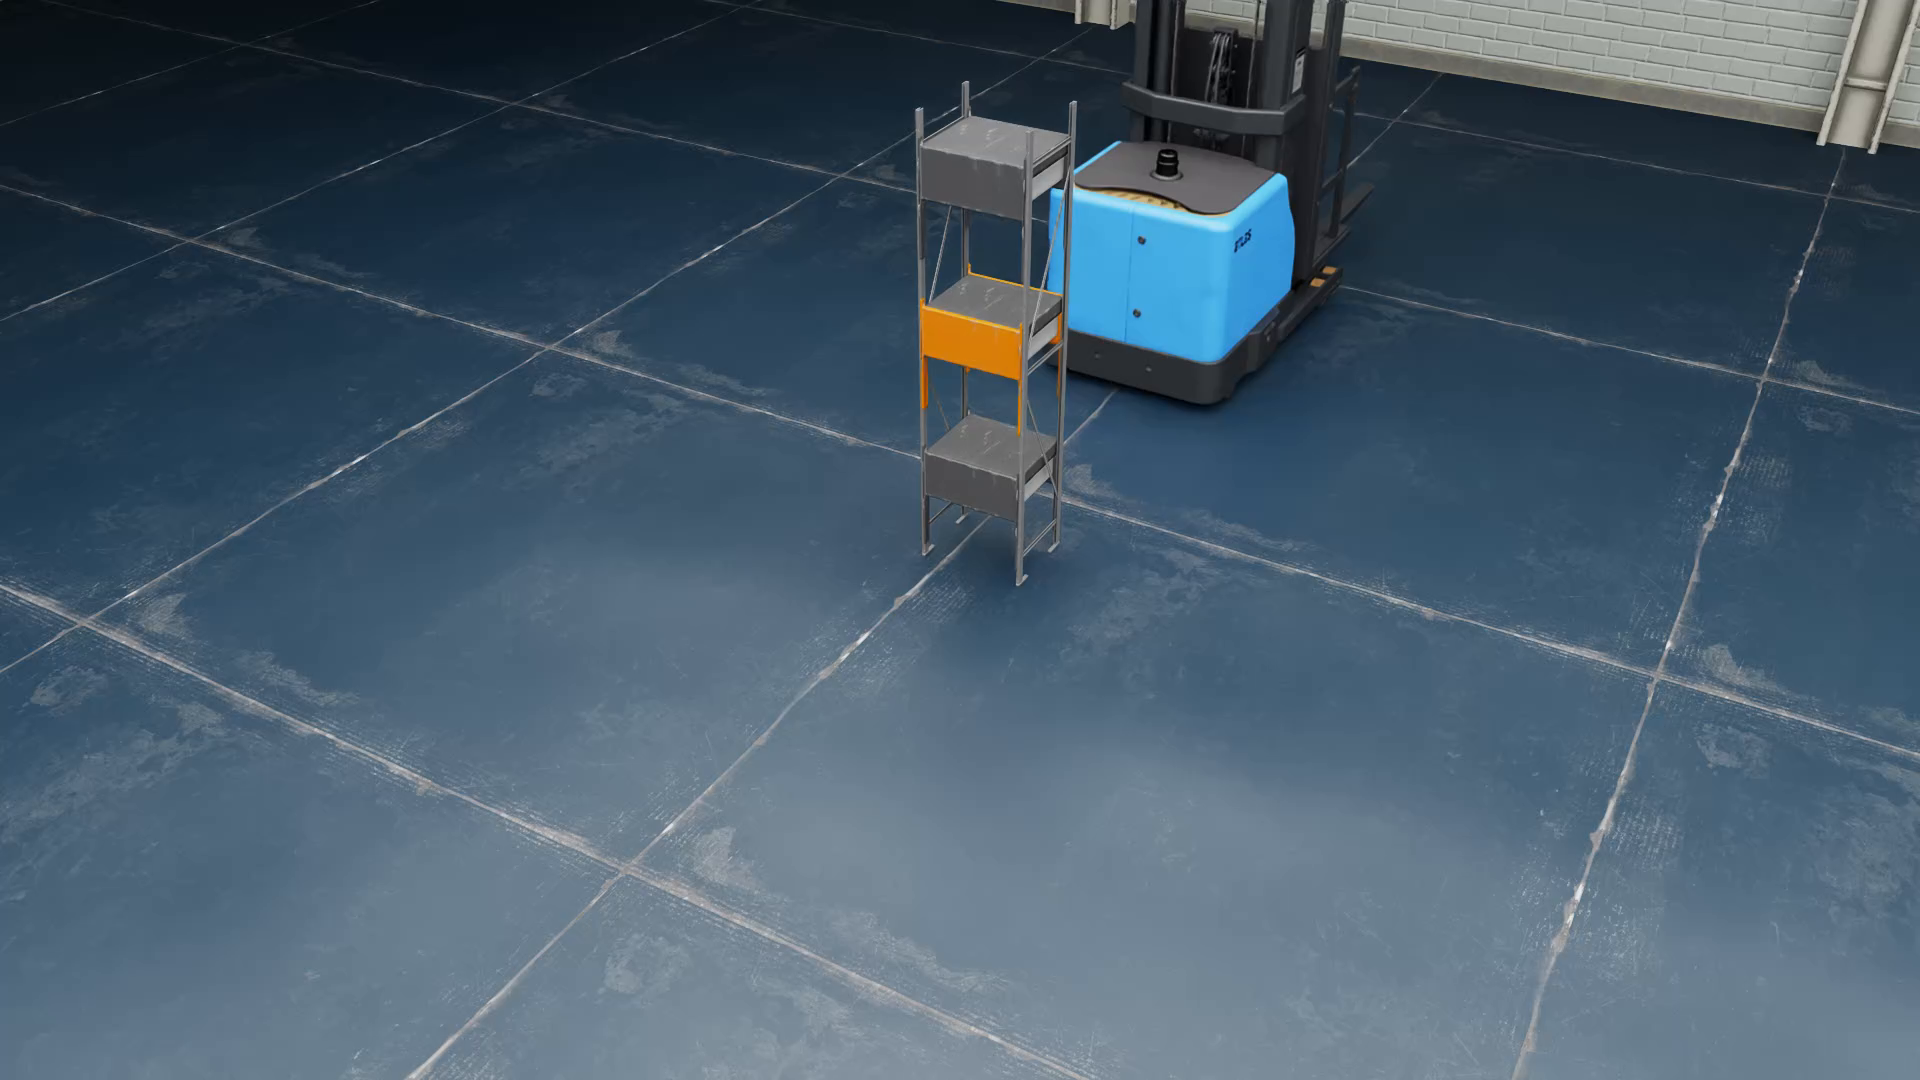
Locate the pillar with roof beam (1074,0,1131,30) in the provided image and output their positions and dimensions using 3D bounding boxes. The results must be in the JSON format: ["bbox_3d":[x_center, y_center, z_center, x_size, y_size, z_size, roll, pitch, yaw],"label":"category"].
[{"bbox_3d":[-0.889,-6.214,8.962,0.400,9.000,9.100,18,37,24],"label":"pillar with roof beam"}]

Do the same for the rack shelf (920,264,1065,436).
[{"bbox_3d":[0.144,-0.817,7.107,0.480,0.518,0.431,18,37,24],"label":"rack shelf"}]

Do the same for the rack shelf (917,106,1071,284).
[{"bbox_3d":[0.144,-1.400,6.719,0.480,0.518,0.431,18,37,24],"label":"rack shelf"}]

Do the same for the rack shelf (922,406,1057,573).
[{"bbox_3d":[0.144,-0.234,7.495,0.480,0.518,0.431,18,37,24],"label":"rack shelf"}]

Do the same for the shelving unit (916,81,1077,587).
[{"bbox_3d":[0.144,-0.828,7.100,0.503,2.100,0.431,18,37,24],"label":"shelving unit"}]

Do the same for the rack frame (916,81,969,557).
[{"bbox_3d":[-0.068,-0.896,7.200,0.015,2.100,0.400,18,37,24],"label":"rack frame"}]

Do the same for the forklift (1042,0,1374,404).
[{"bbox_3d":[1.635,-2.716,9.184,1.130,2.935,3.031,18,38,25],"label":"forklift"}]

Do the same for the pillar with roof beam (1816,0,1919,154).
[{"bbox_3d":[4.320,-4.563,6.484,0.400,9.000,9.100,18,37,24],"label":"pillar with roof beam"}]

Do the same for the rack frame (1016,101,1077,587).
[{"bbox_3d":[0.356,-0.761,6.999,0.015,2.100,0.400,18,37,24],"label":"rack frame"}]
